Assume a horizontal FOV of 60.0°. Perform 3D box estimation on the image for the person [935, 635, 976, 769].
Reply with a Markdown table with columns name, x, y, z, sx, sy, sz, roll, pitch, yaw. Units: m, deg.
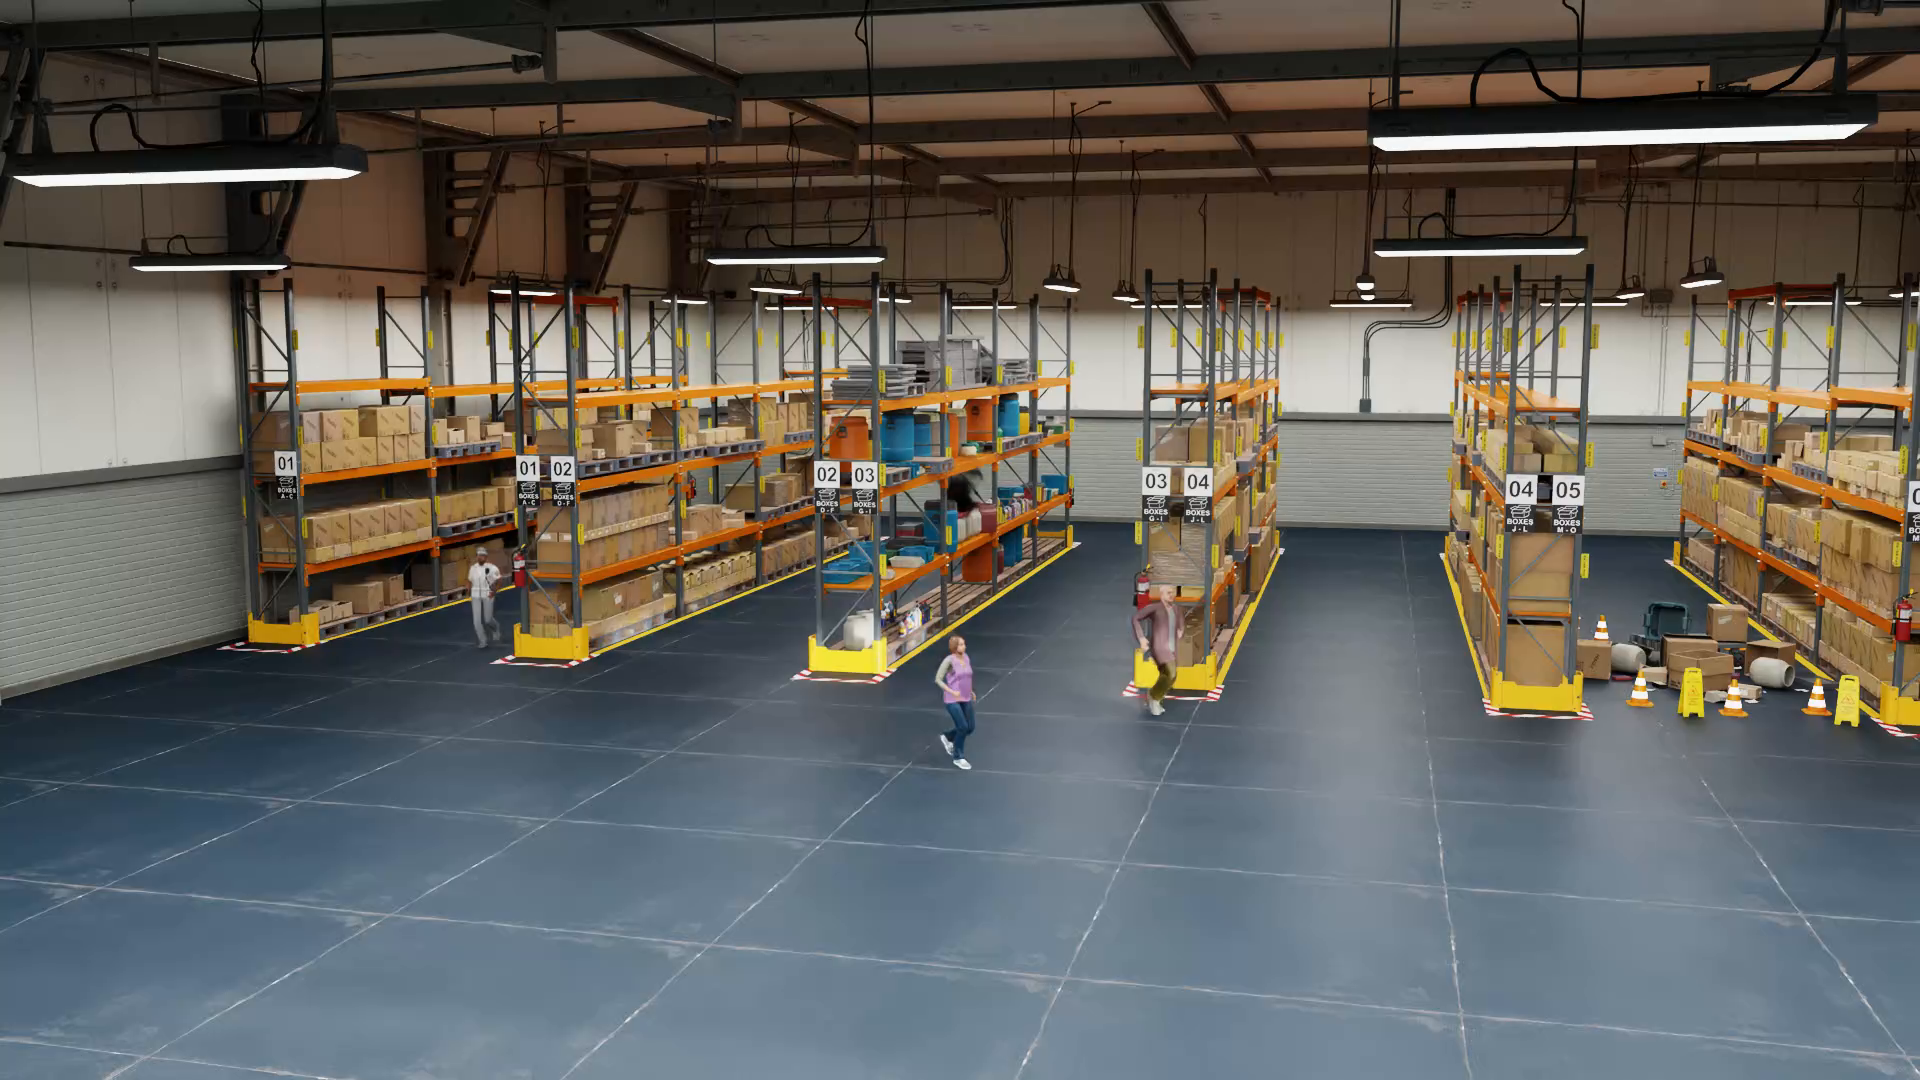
| name | x | y | z | sx | sy | sz | roll | pitch | yaw |
| --- | --- | --- | --- | --- | --- | --- | --- | --- | --- |
| person | -0.085 | 1.892 | 19.572 | 0.538 | 1.571 | 0.548 | 7 | 10 | 44 |

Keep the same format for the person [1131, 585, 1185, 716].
| name | x | y | z | sx | sy | sz | roll | pitch | yaw |
| --- | --- | --- | --- | --- | --- | --- | --- | --- | --- |
| person | 2.731 | 1.477 | 22.255 | 0.707 | 1.740 | 0.636 | -6 | 9 | -42 |

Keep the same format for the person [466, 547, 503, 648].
| name | x | y | z | sx | sy | sz | roll | pitch | yaw |
| --- | --- | --- | --- | --- | --- | --- | --- | --- | --- |
| person | -7.798 | 0.927 | 27.192 | 0.601 | 1.651 | 0.581 | 0 | 7 | 4 |
